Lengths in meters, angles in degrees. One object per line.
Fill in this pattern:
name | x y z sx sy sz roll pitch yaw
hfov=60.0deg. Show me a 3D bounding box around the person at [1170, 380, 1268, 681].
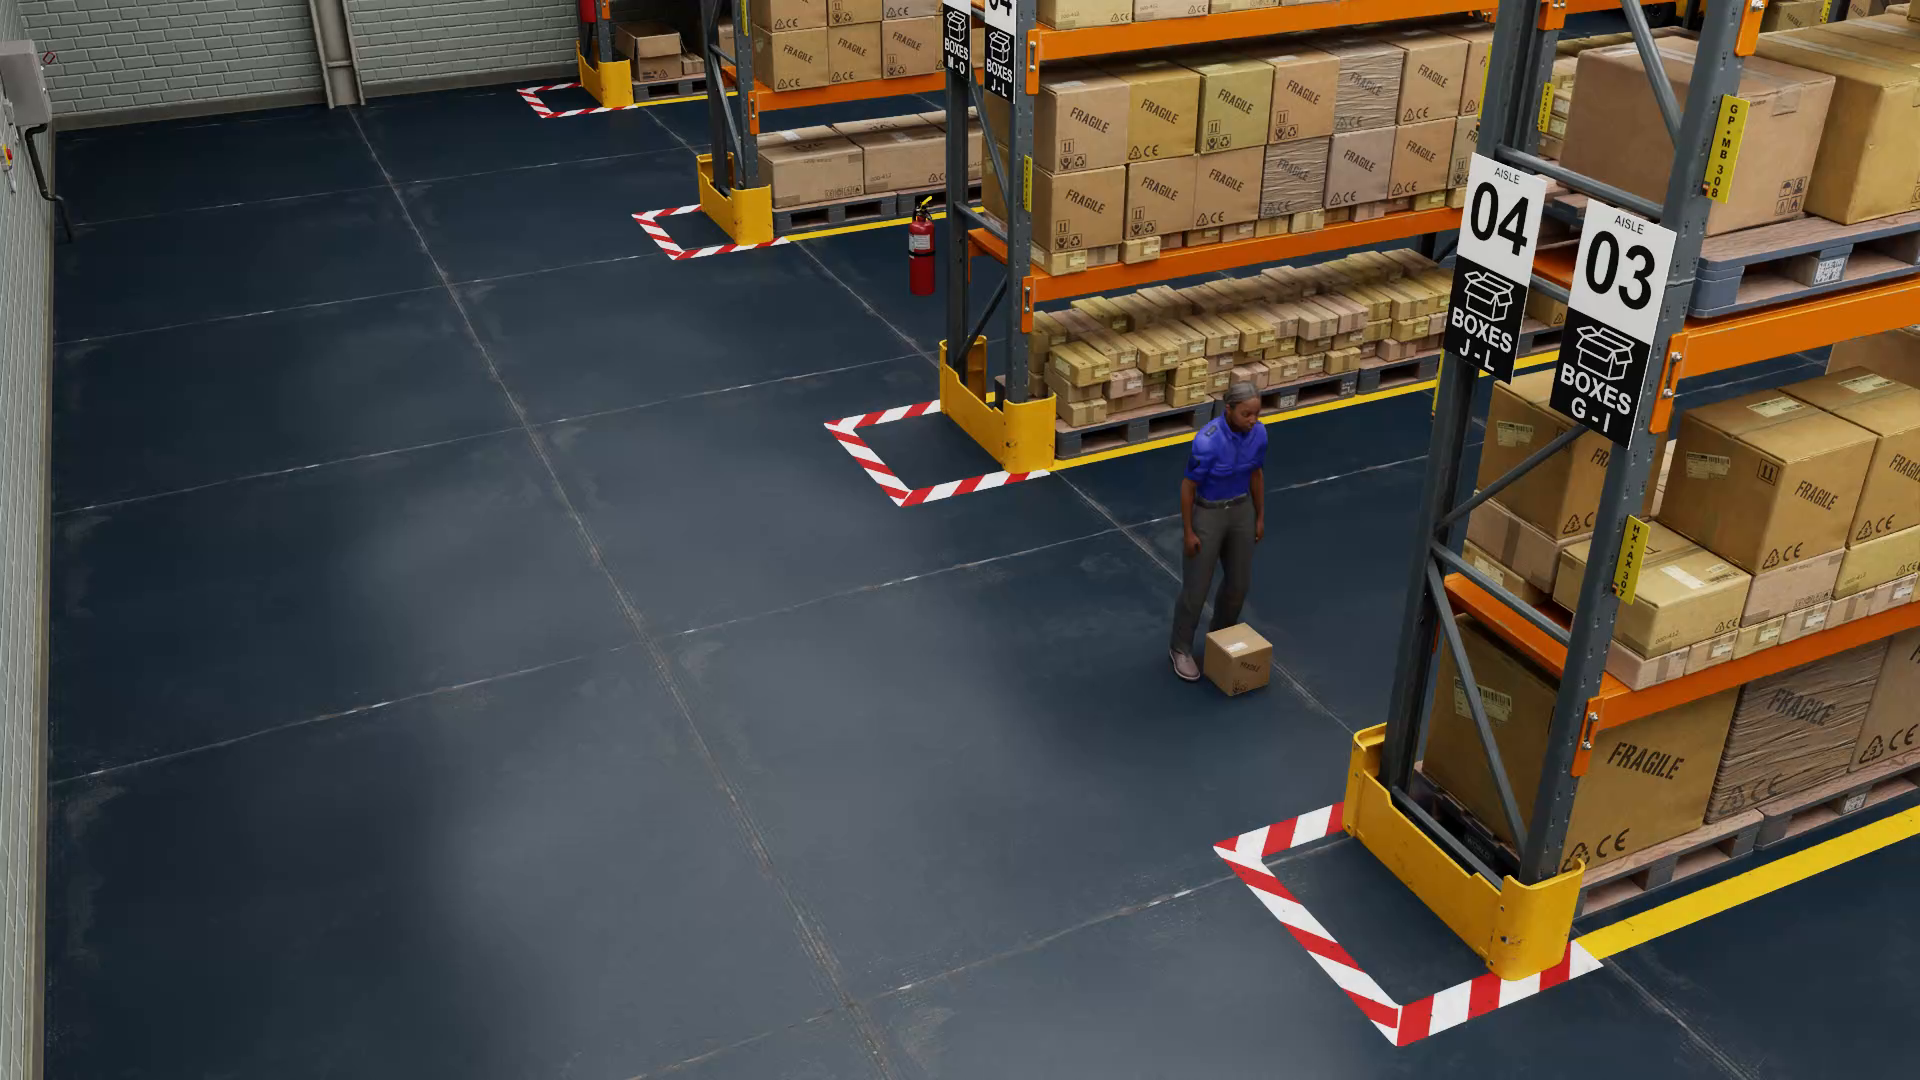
person | 1.351 -0.082 8.594 0.507 1.655 0.347 -13 32 -22
